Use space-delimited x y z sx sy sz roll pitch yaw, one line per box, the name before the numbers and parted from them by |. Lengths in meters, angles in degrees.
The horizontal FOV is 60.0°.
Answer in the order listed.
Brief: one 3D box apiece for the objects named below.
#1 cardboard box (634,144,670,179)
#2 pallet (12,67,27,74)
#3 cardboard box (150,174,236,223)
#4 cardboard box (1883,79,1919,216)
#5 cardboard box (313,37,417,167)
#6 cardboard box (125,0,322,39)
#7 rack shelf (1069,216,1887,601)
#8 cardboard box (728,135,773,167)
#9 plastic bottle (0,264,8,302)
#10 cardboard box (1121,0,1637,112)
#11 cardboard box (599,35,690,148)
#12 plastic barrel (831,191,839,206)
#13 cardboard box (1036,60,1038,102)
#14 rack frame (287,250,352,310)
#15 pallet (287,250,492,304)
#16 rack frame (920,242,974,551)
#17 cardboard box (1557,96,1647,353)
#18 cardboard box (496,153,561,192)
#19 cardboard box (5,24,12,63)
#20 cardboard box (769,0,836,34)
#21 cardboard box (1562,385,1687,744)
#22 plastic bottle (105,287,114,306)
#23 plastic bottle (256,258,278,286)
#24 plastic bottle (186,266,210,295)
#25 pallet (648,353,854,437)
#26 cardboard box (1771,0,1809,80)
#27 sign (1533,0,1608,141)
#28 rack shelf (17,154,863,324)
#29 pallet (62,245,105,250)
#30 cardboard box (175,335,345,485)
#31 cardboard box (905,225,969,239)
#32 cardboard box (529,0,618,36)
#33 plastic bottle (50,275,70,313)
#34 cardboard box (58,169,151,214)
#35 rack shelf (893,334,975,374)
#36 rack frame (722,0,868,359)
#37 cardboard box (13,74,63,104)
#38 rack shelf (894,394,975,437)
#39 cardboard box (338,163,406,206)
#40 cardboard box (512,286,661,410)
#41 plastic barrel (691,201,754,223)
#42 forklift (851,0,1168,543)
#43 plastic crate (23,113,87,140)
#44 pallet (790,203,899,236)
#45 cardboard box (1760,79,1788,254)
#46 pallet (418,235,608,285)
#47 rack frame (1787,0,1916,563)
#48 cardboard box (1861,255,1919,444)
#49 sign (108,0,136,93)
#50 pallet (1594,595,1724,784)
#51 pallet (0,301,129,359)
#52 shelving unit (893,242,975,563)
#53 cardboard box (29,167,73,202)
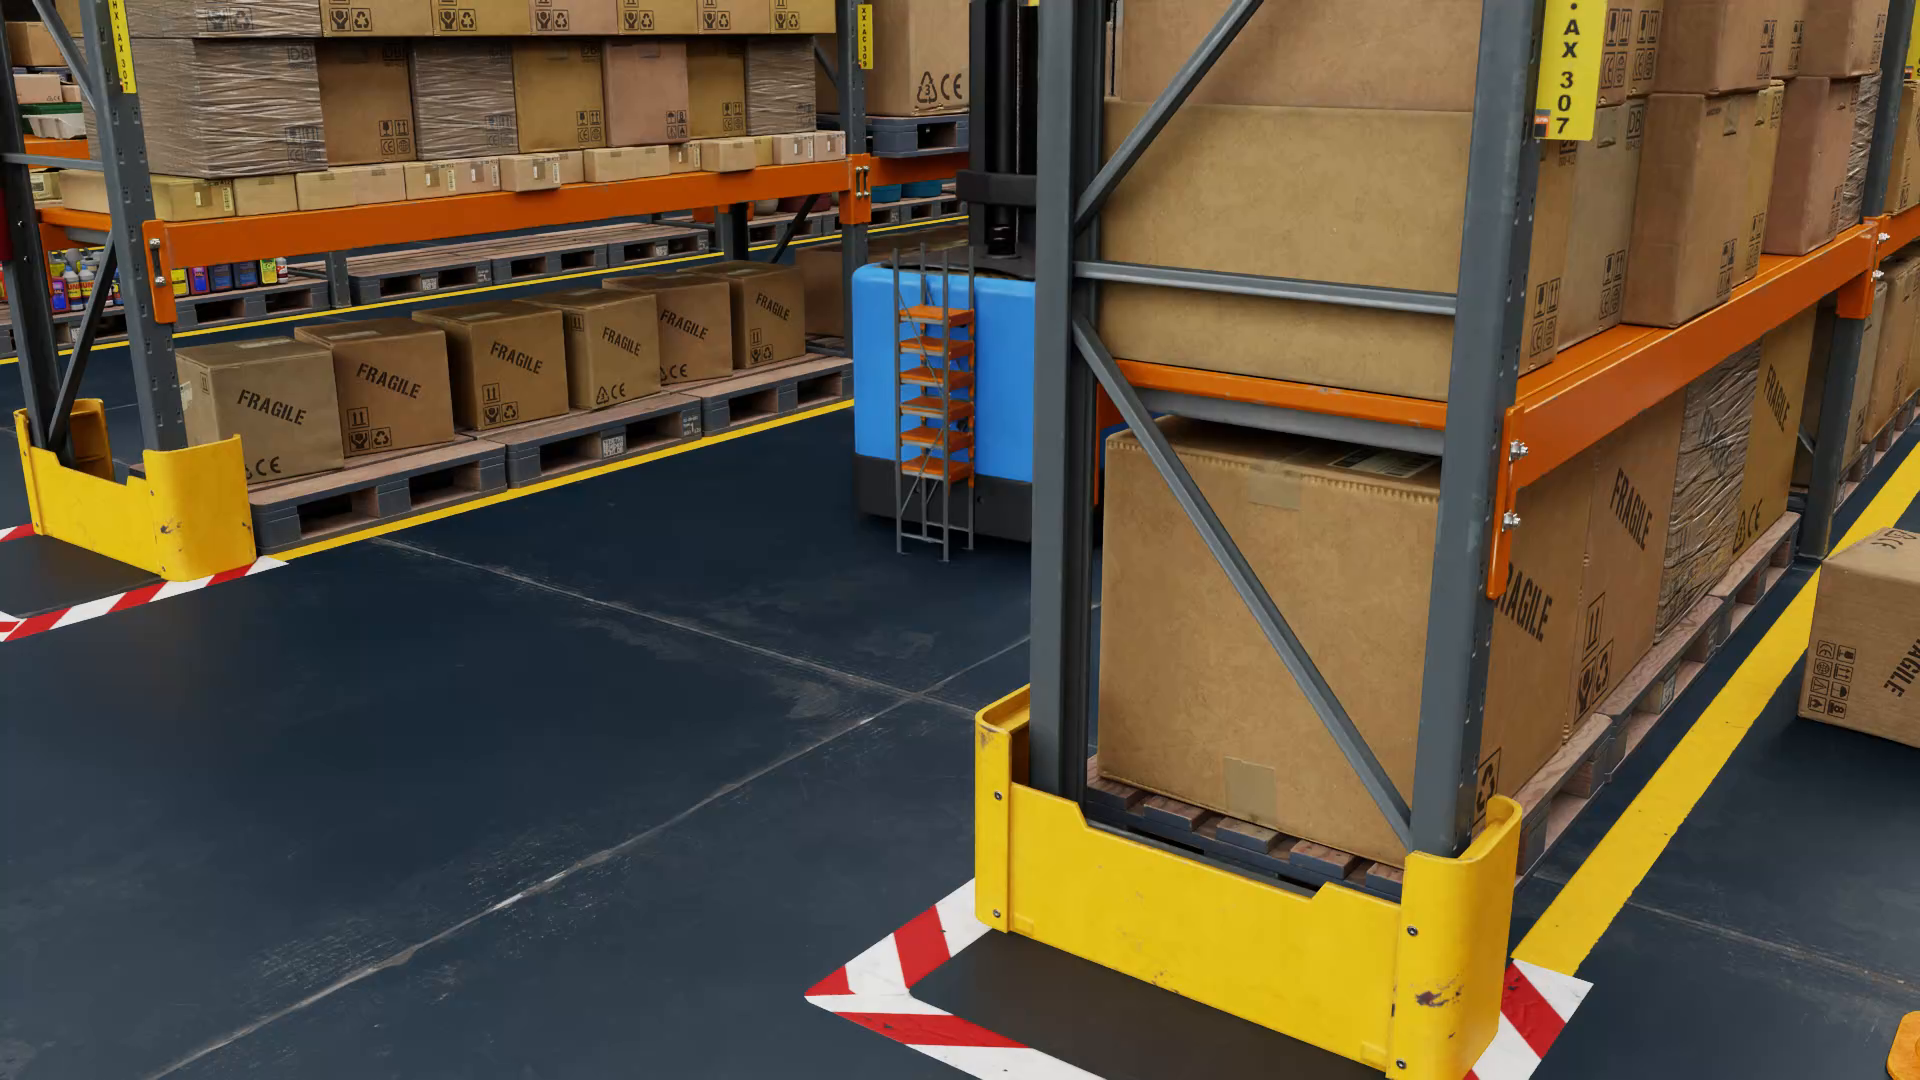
cardboard box | -1.622 -1.834 8.017 0.380 0.149 0.250 12 21 35
pallet | -11.643 -5.355 19.253 1.003 0.211 1.213 12 21 35
cardboard box | -2.967 -1.300 6.294 0.380 0.149 0.250 12 21 35
cardboard box | 3.507 -1.571 6.577 0.500 0.500 0.500 13 21 35
cardboard box | -2.777 -1.850 6.973 0.875 0.500 0.500 12 21 35
cardboard box | -2.782 -2.144 6.234 0.500 0.500 0.500 12 21 35
rack shelf | 1.786 -0.626 4.915 1.077 0.370 4.000 12 21 35
cardboard box | -1.191 -2.017 8.603 0.380 0.149 0.250 12 21 35
plastic bottle | -6.392 -1.748 11.167 0.152 0.276 0.135 13 21 35
cardboard box | 0.847 -1.162 3.354 0.875 0.550 0.550 12 21 35
cardboard box | -1.806 -2.190 8.069 0.875 0.500 0.500 12 21 35
plastic barrel | -1.324 -3.726 17.170 0.421 0.512 0.421 0 17 0
cardboard box | 0.661 -2.991 10.835 0.396 0.266 0.258 12 21 33
rack frame | -4.923 -3.222 12.060 1.000 3.000 0.127 12 21 35
pallet | -4.486 -2.084 13.098 1.003 0.211 1.213 12 21 35
rack frame | -0.049 -0.548 6.486 0.240 1.200 0.006 11 20 31
cardboard box | 1.089 -0.796 3.997 0.875 0.550 0.550 12 21 35
cardboard box | -1.996 -1.640 7.390 0.380 0.149 0.250 12 21 35
cardboard box | -11.493 -5.769 19.351 0.700 0.500 0.500 12 21 35
cardboard box | -0.992 -2.858 8.533 0.500 0.500 0.500 12 21 35
cardboard box | 1.468 -0.062 4.761 0.875 0.875 0.875 12 21 34
plastic bottle | -5.653 -1.649 10.971 0.097 0.201 0.097 0 17 0
plastic bottle | -4.945 -1.962 11.841 0.061 0.283 0.133 14 22 37
plastic bottle | -5.253 -1.838 11.444 0.061 0.283 0.133 14 22 38
pallet | -1.317 -0.849 9.120 1.003 0.211 1.213 12 21 35
cardboard box | 2.064 -1.696 5.072 0.875 0.550 0.550 12 21 35
sign | 1.037 -0.845 2.814 0.100 0.325 0.005 12 21 35
rack shelf | -2.137 -1.527 7.815 1.077 0.370 4.000 12 21 35
pallet | -8.491 -2.949 15.883 1.003 0.211 1.213 12 21 35
cardboard box | -2.943 -0.546 6.952 0.500 0.500 0.500 -15 23 -40
cardboard box | 0.070 -1.749 10.791 0.700 0.500 0.500 10 20 30
cardboard box | -1.889 -2.501 7.384 0.500 0.500 0.500 12 21 35
plastic bottle | -5.826 -1.609 10.707 0.061 0.283 0.133 13 21 36
cardboard box | -3.325 -1.378 6.547 0.380 0.149 0.250 12 21 35
rack shelf | -0.098 -0.712 6.354 0.258 0.103 0.180 11 20 31
rack frame | -0.945 -2.346 9.242 1.000 3.000 0.127 12 21 35
cardboard box | -8.641 -4.151 15.307 0.500 0.250 0.500 14 22 38
rack shelf | -0.098 -0.483 6.425 0.258 0.103 0.180 11 20 31
cardboard box | -2.510 -1.476 6.862 0.380 0.149 0.250 12 21 35
cardboard box | -1.858 -0.966 8.302 0.500 0.500 0.500 10 20 30
plastic barrel | -2.262 -3.458 15.773 0.600 0.830 0.708 12 21 35
forklift | 0.762 -1.757 7.460 1.130 2.935 3.031 11 20 31
plastic crate | -5.687 -2.664 10.710 0.530 0.136 0.437 12 21 35
pallet | -1.376 -3.327 17.102 1.003 0.211 1.213 12 21 35
cardboard box | 2.042 -1.185 5.248 0.875 0.550 0.550 12 21 35
pallet | -3.760 -2.376 14.038 1.003 0.211 1.213 12 21 35
rack frame | 2.978 -1.446 6.342 1.000 3.000 0.127 12 21 35
cardboard box | 3.853 -0.965 7.878 1.050 0.750 0.750 12 21 35
sign | -2.893 -1.711 5.737 0.100 0.325 0.005 12 21 35
pallet | 1.735 0.345 5.277 1.003 0.211 1.213 12 21 35
pallet | -6.083 -1.446 11.043 1.003 0.211 1.213 12 21 35
shelving unit | -0.098 -0.525 6.412 0.258 1.200 0.189 11 20 31
cardboard box | -8.453 -3.308 15.319 0.500 0.311 0.500 13 21 35
